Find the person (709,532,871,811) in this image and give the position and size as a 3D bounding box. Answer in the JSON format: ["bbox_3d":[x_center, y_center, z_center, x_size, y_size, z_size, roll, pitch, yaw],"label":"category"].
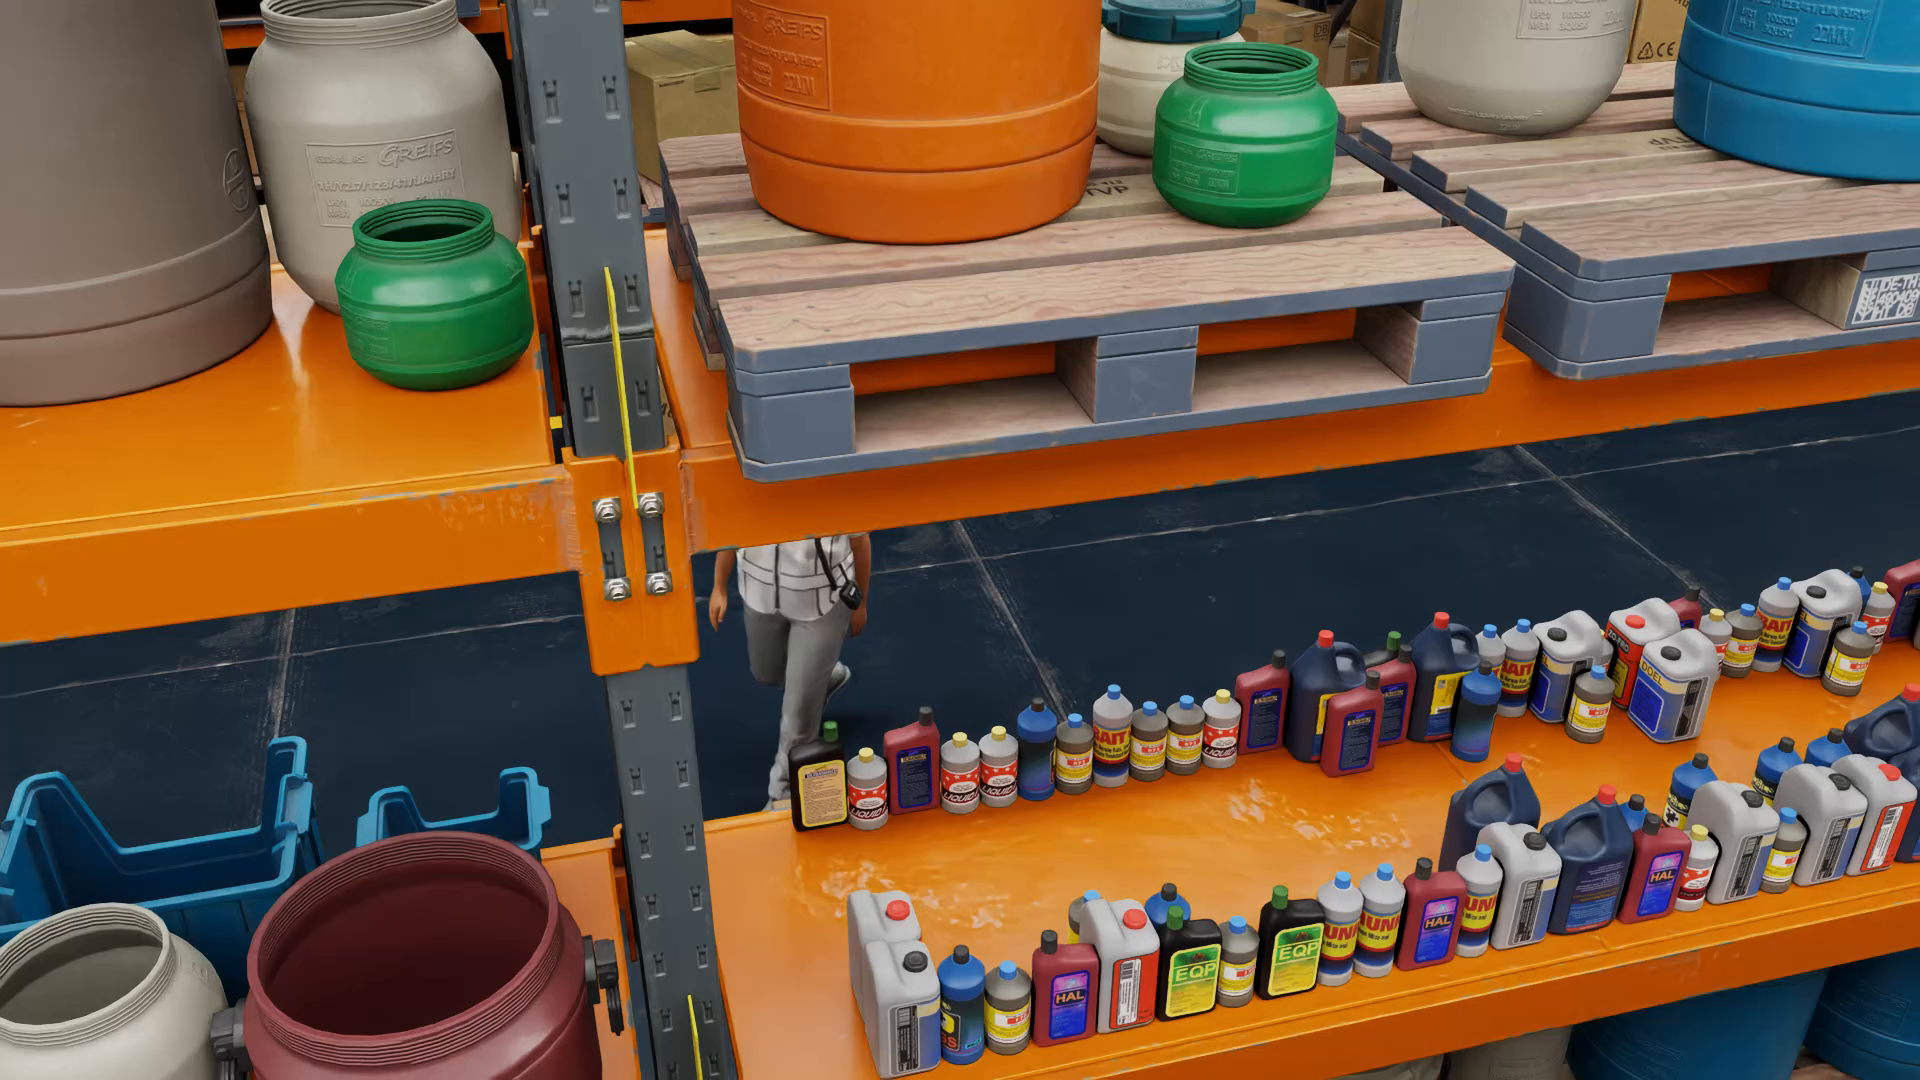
[{"bbox_3d":[-0.575,0.170,5.838,0.553,1.640,0.848,10,32,16],"label":"person"}]
